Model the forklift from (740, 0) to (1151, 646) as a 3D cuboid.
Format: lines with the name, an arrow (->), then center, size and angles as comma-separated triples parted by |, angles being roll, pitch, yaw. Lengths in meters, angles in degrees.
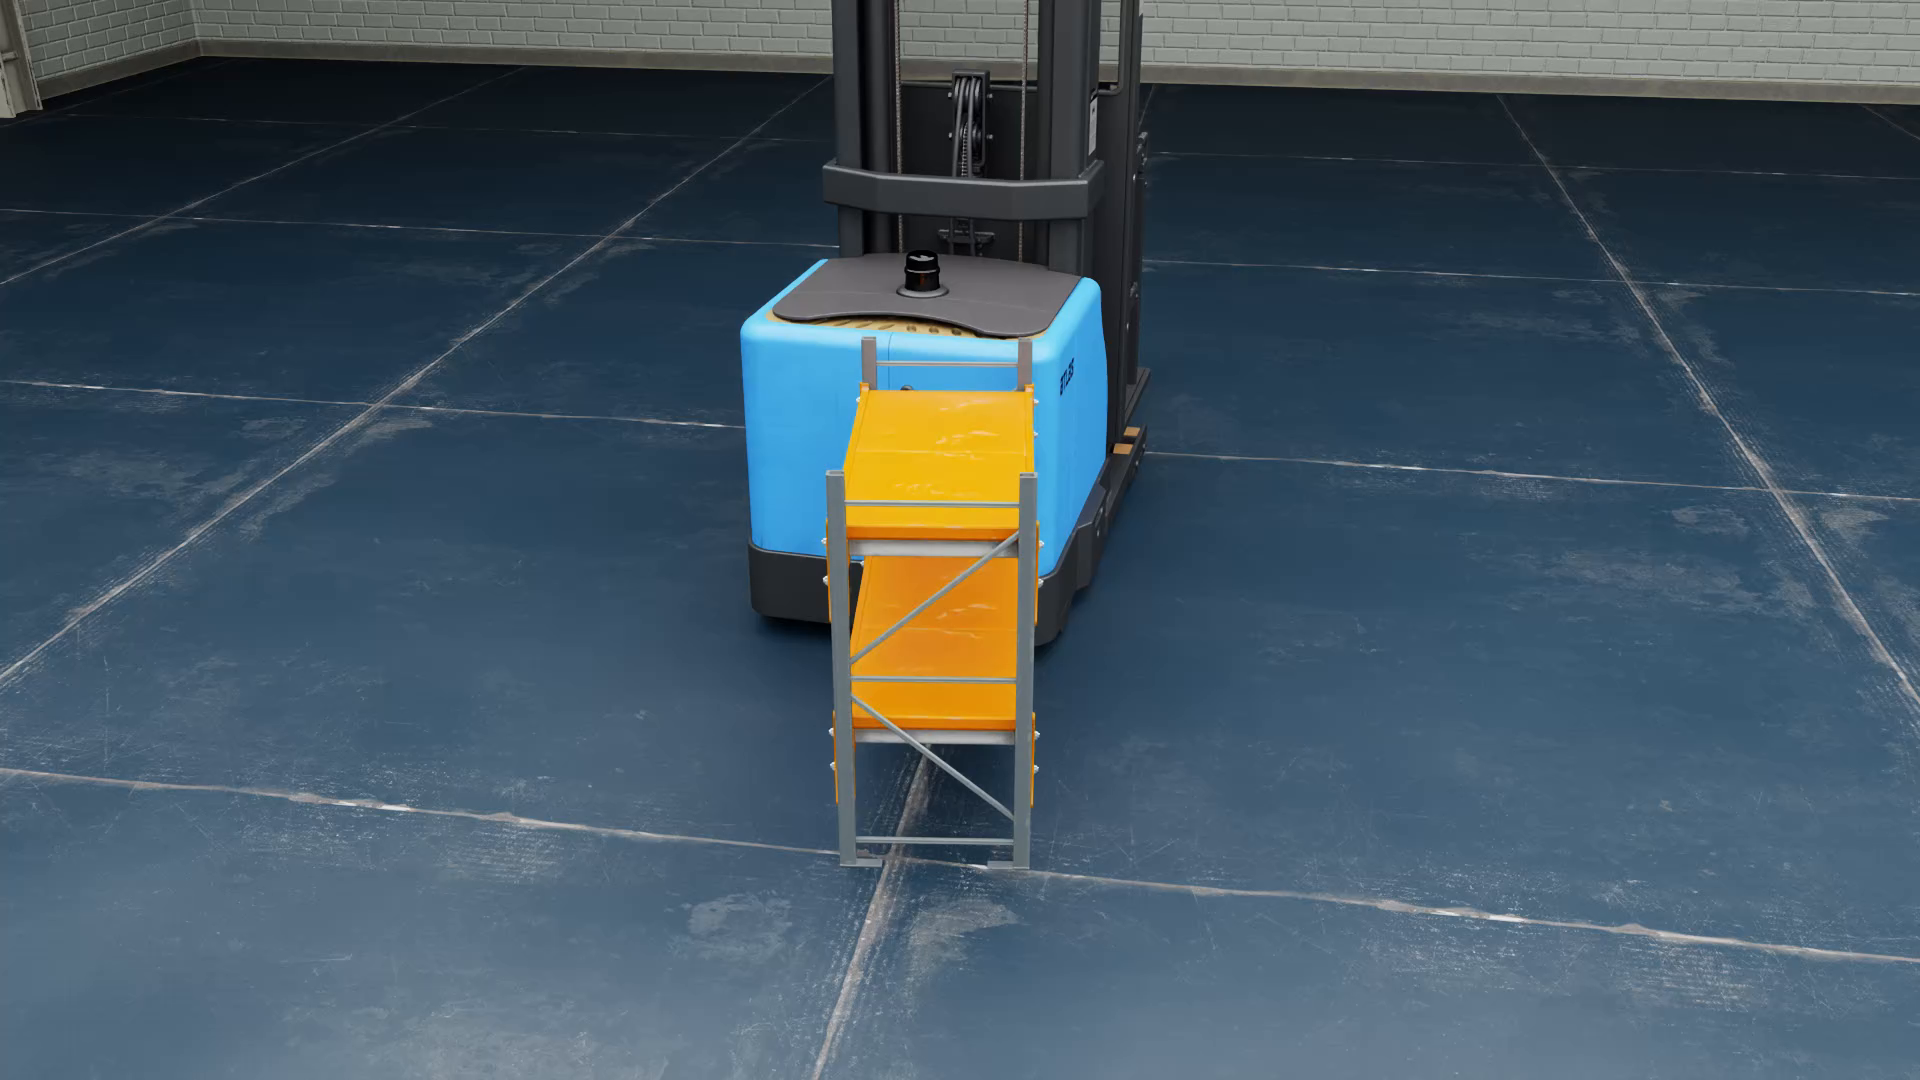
forklift -> 0.155, -1.584, 6.177 | 1.130, 2.935, 3.031 | 6, 26, 13

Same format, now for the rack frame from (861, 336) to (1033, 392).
rack frame -> -0.038, -0.078, 5.090 | 0.500, 1.125, 0.032 | 1, 25, 1

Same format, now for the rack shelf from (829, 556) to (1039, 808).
rack shelf -> -0.052, 0.359, 4.733 | 0.538, 0.278, 1.000 | 1, 25, 1

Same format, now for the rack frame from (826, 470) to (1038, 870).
rack frame -> -0.067, 0.353, 4.170 | 0.500, 1.125, 0.032 | 1, 25, 1

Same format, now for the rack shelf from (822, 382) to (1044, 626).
rack shelf -> -0.052, -0.128, 4.506 | 0.538, 0.278, 1.000 | 1, 25, 1

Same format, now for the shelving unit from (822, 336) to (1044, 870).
shelving unit -> -0.052, 0.137, 4.630 | 0.538, 1.125, 1.048 | 1, 25, 1

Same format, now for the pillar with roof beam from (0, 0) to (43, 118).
pillar with roof beam -> -3.660, -7.339, 11.313 | 9.100, 9.000, 0.400 | 4, 25, 9
